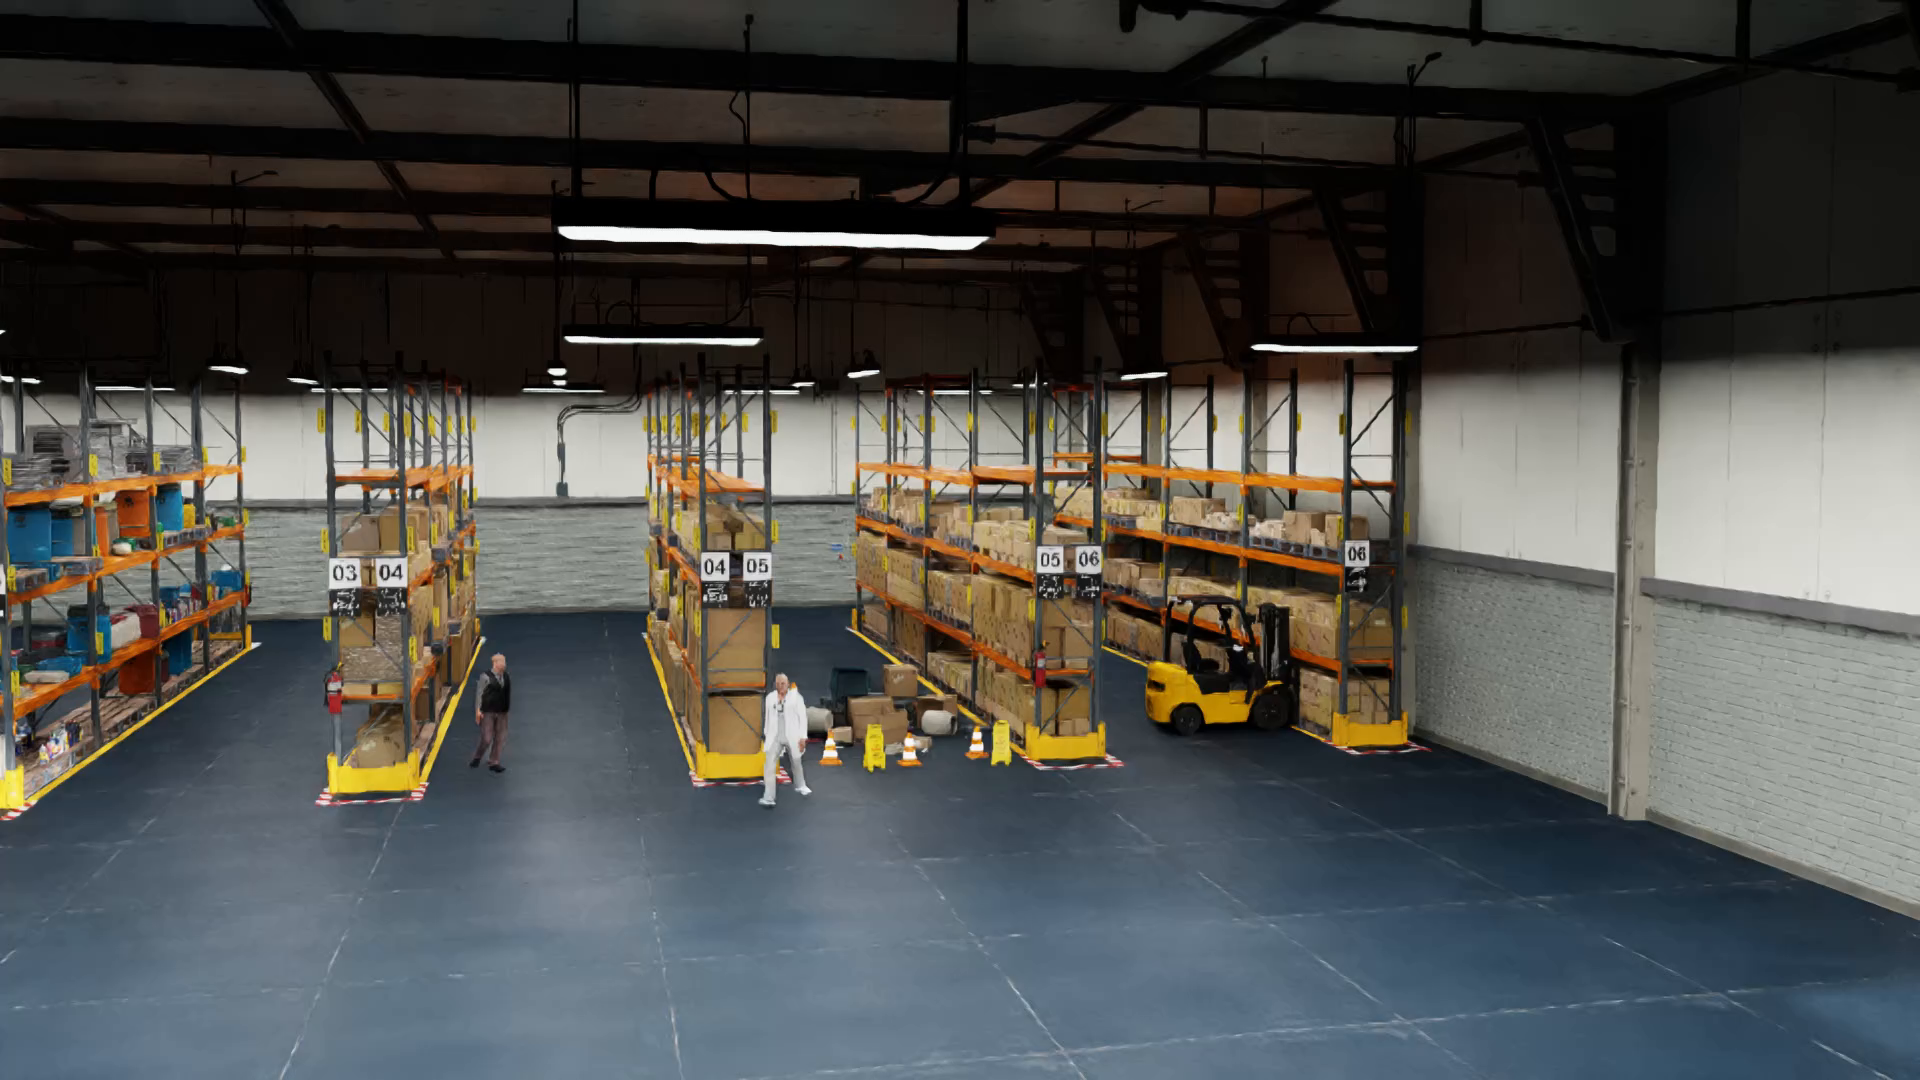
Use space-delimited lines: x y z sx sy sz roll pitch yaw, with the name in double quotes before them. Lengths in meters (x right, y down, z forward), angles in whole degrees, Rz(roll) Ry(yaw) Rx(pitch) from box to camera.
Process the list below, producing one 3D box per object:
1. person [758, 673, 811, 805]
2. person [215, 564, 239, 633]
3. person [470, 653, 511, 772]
"person" -2.322 2.612 22.046 0.633 1.728 1.044 1 4 8
"person" -16.812 1.438 38.233 0.510 1.780 0.698 1 4 17
"person" -6.773 2.480 24.013 0.532 1.713 0.589 3 5 41
